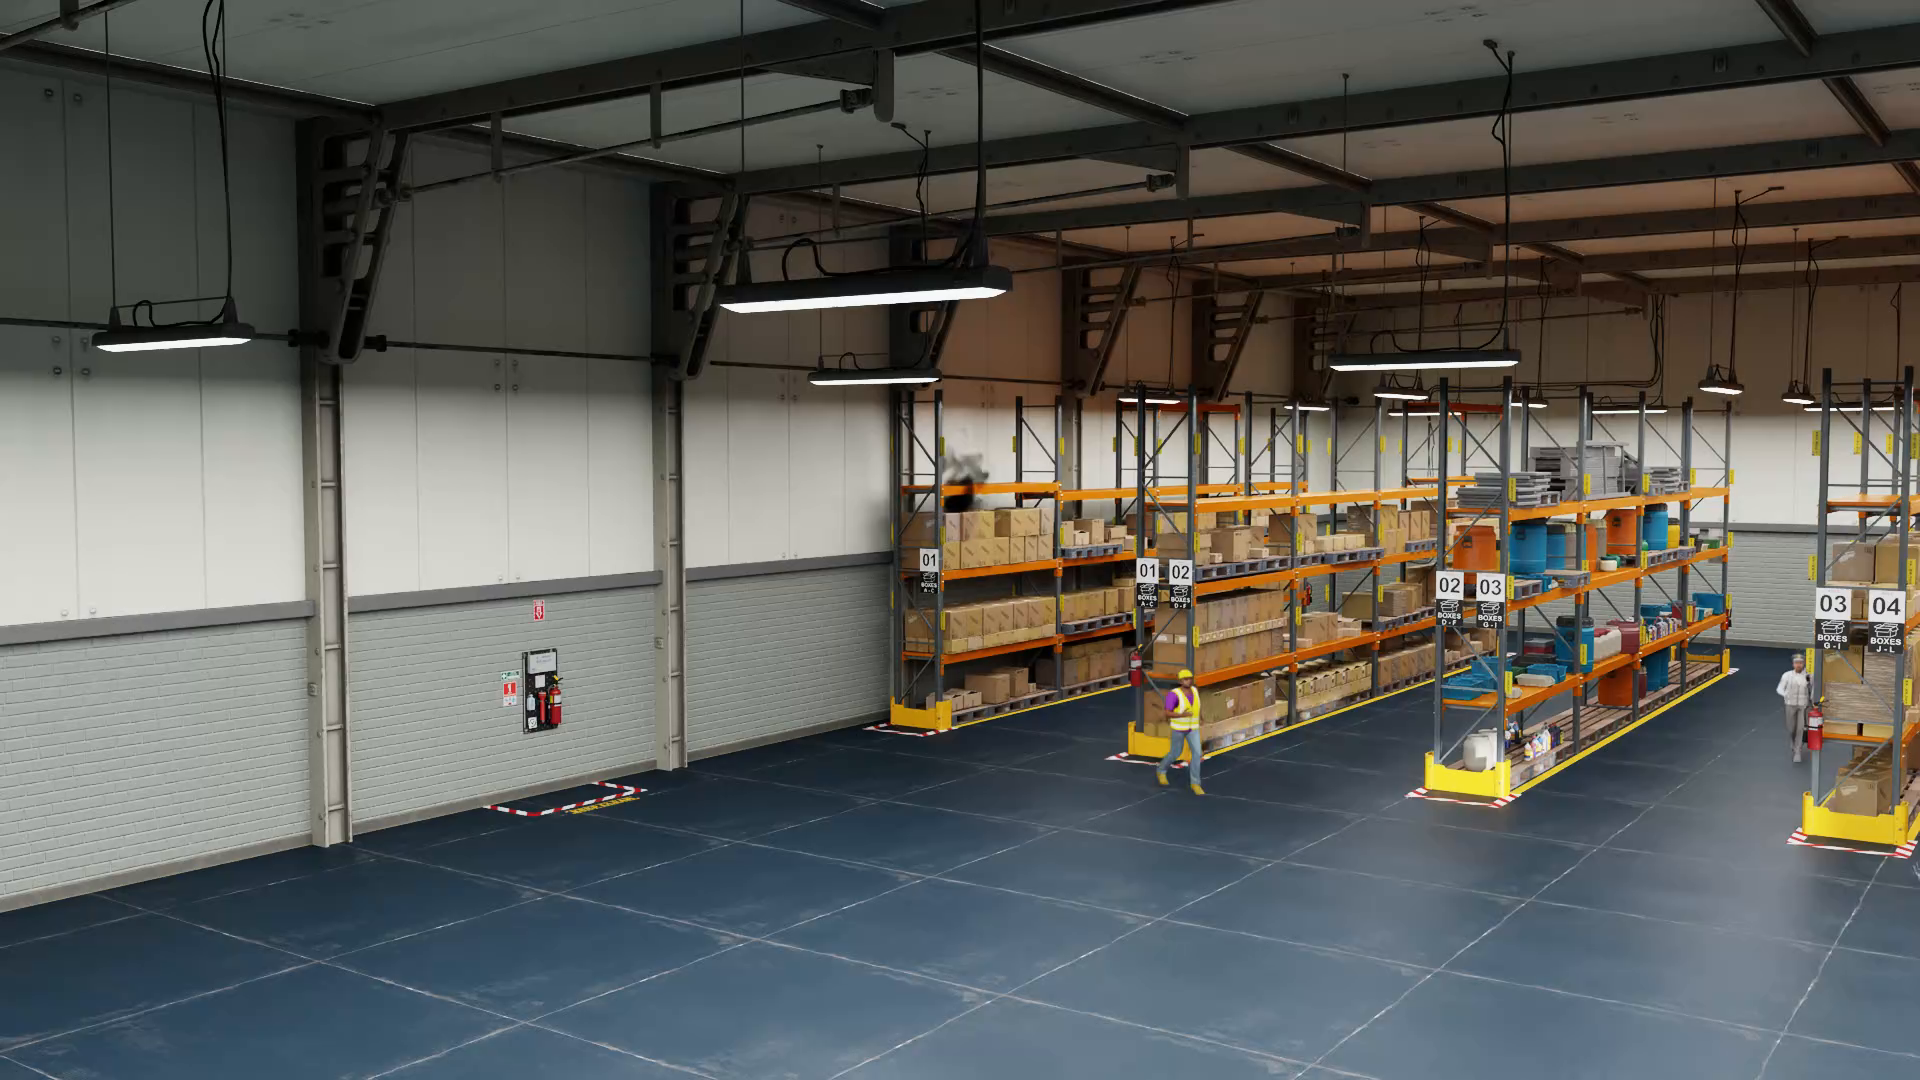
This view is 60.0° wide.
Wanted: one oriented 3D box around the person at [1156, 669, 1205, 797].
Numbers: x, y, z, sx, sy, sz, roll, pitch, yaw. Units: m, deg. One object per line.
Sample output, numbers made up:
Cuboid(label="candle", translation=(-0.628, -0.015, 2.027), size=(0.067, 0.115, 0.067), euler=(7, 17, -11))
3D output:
Cuboid(label="person", translation=(3.234, 2.762, 24.109), size=(0.712, 1.807, 0.940), euler=(-1, 3, -23))

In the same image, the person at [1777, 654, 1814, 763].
Cuboid(label="person", translation=(13.394, 2.657, 26.573), size=(0.616, 1.692, 0.901), euler=(2, 4, 28))
